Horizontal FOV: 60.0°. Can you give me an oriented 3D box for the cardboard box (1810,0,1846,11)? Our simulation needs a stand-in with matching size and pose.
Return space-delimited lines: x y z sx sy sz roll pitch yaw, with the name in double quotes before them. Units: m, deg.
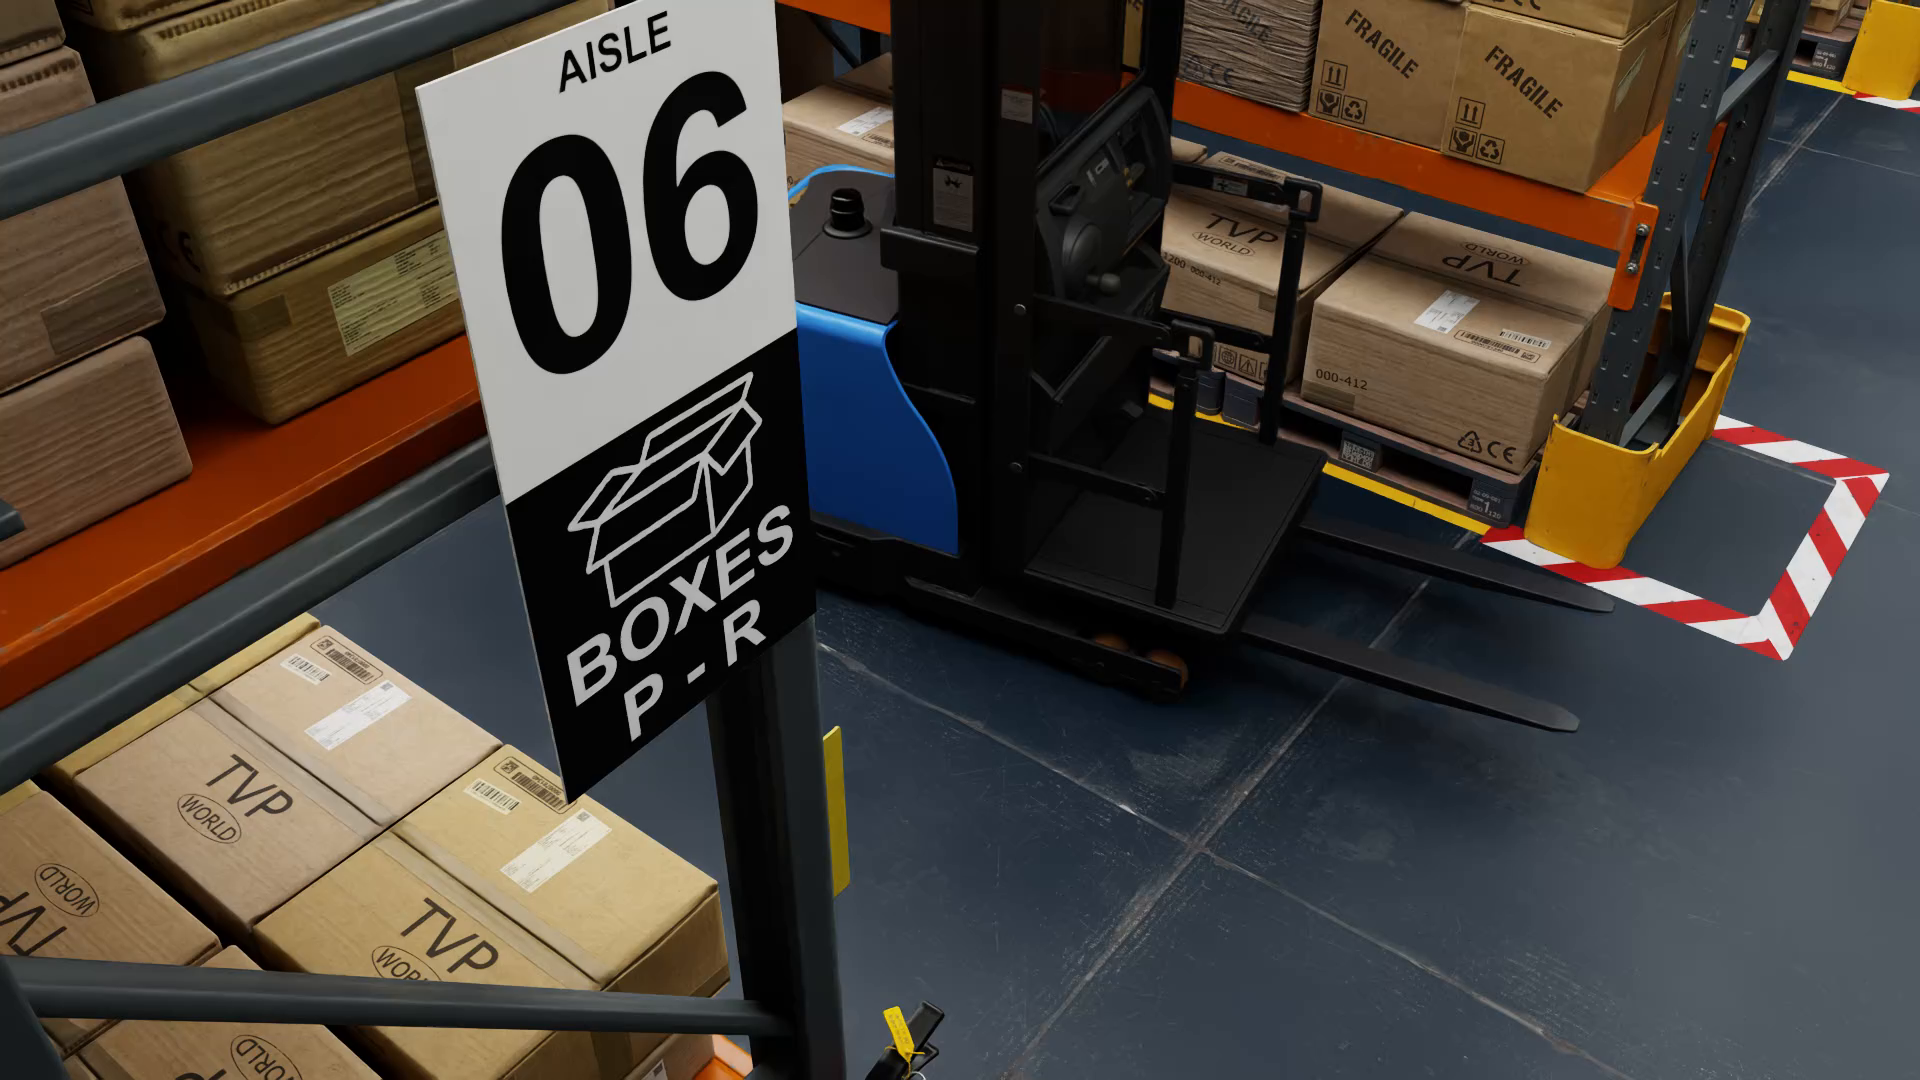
"cardboard box" 4.822 -3.098 9.259 0.250 0.149 0.380 24 44 27

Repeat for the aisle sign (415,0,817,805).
"aisle sign" -0.293 -0.129 1.626 0.004 0.787 0.394 25 45 29

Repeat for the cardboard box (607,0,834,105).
"cardboard box" -1.231 -2.438 8.068 0.875 0.875 0.875 27 45 30

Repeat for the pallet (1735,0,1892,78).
"pallet" 4.730 -3.132 9.834 1.213 0.211 1.003 25 45 29

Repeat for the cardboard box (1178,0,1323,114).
"cardboard box" 1.139 -1.892 5.906 0.500 0.500 0.500 27 45 30

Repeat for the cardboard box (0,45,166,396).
"cardboard box" -1.044 -0.259 1.349 0.500 0.250 0.500 24 44 28

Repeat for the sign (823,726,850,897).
"sign" -0.196 0.407 2.349 0.005 0.325 0.100 25 45 29

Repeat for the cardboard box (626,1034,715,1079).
"cardboard box" -0.620 0.855 2.683 0.250 0.149 0.380 25 44 28

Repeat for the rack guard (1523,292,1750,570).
"rack guard" 2.506 -0.425 6.142 0.348 0.500 1.175 25 45 29

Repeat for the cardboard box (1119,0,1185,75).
"cardboard box" 0.721 -2.079 6.145 0.500 0.500 0.500 27 45 30

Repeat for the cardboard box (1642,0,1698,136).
"cardboard box" 2.281 -1.778 5.761 0.500 0.500 0.500 25 44 28

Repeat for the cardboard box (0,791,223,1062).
"cardboard box" -1.461 0.719 2.533 0.500 0.250 0.500 25 45 29

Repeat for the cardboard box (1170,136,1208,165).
"cardboard box" 0.455 -1.451 7.161 0.875 0.438 0.875 24 44 27

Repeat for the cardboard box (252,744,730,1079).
"cardboard box" -0.722 0.653 2.617 0.500 0.250 0.500 25 45 29

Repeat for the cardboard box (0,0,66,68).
"cardboard box" -1.048 -0.452 1.190 0.500 0.250 0.500 24 44 27

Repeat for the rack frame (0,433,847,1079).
"rack frame" -0.525 1.013 2.277 0.127 3.000 1.000 25 45 29

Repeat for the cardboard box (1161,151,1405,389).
"cardboard box" 1.170 -1.112 6.729 0.875 0.438 0.875 27 45 30

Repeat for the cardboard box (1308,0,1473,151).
"cardboard box" 1.554 -1.704 5.667 0.500 0.500 0.500 24 44 28

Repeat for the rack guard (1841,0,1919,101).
"rack guard" 5.354 -2.925 9.334 0.348 0.500 1.175 25 45 29

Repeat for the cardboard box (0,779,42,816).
"cardboard box" -1.851 0.531 2.772 0.500 0.250 0.500 27 45 30

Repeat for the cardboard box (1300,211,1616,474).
"cardboard box" 1.902 -0.773 6.296 0.875 0.438 0.875 24 44 27

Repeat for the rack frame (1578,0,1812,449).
"rack frame" 2.487 -1.419 5.383 0.127 3.000 1.000 25 45 29

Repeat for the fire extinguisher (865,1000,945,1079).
"fire extinguisher" -0.128 1.019 2.634 0.183 0.674 0.296 25 45 29

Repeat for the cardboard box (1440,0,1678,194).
"cardboard box" 1.943 -1.509 5.417 0.500 0.500 0.500 26 45 29

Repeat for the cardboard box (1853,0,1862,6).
"cardboard box" 5.193 -3.276 9.727 0.250 0.149 0.380 26 45 29

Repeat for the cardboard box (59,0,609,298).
"cardboard box" -0.712 -0.526 1.690 0.500 0.250 0.500 25 44 28

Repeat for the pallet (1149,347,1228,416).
"pallet" 0.840 -1.039 7.160 1.213 0.211 1.003 25 45 29

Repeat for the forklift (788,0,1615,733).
"forklift" 0.622 -1.015 4.922 3.031 2.935 1.130 17 41 21

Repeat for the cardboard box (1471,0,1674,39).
"cardboard box" 1.960 -1.916 5.125 0.500 0.500 0.500 27 45 30

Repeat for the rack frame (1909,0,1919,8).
"rack frame" 5.414 -3.880 8.527 0.127 3.000 1.000 25 45 29

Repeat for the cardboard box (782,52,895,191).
"cardboard box" -0.256 -1.785 7.589 0.875 0.438 0.875 25 44 28

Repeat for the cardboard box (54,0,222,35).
"cardboard box" -0.725 -0.712 1.522 0.500 0.250 0.500 25 44 28

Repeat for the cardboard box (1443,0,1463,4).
"cardboard box" 1.527 -2.097 5.357 0.500 0.500 0.500 25 45 29

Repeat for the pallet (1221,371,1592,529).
"pallet" 1.805 -0.582 6.576 1.213 0.211 1.003 25 45 29

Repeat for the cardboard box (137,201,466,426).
"cardboard box" -0.637 -0.302 1.727 0.250 0.149 0.380 26 45 29

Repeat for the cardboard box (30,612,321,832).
"cardboard box" -1.527 0.276 3.098 0.500 0.250 0.500 24 44 28

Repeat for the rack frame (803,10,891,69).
"rack frame" -0.690 -2.917 7.296 0.127 3.000 1.000 25 45 29

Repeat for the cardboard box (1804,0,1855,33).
"cardboard box" 4.870 -3.018 9.398 0.250 0.149 0.380 26 45 29

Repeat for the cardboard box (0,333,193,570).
"cardboard box" -0.920 -0.075 1.438 0.250 0.149 0.380 27 45 30

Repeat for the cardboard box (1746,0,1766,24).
"cardboard box" 4.604 -3.065 9.457 0.250 0.149 0.380 27 45 30

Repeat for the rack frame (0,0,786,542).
"rack frame" -0.525 -1.349 0.427 0.127 3.000 1.000 25 45 29

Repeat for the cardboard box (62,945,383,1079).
"cardboard box" -1.052 0.913 2.285 0.500 0.250 0.500 27 45 30

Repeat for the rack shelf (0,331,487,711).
"rack shelf" -2.114 -0.634 2.530 4.000 0.370 1.077 25 45 29

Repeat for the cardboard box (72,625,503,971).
"cardboard box" -1.123 0.465 2.858 0.500 0.250 0.500 26 45 29

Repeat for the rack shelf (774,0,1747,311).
"rack shelf" 0.899 -1.884 6.561 4.000 0.370 1.077 25 45 29
